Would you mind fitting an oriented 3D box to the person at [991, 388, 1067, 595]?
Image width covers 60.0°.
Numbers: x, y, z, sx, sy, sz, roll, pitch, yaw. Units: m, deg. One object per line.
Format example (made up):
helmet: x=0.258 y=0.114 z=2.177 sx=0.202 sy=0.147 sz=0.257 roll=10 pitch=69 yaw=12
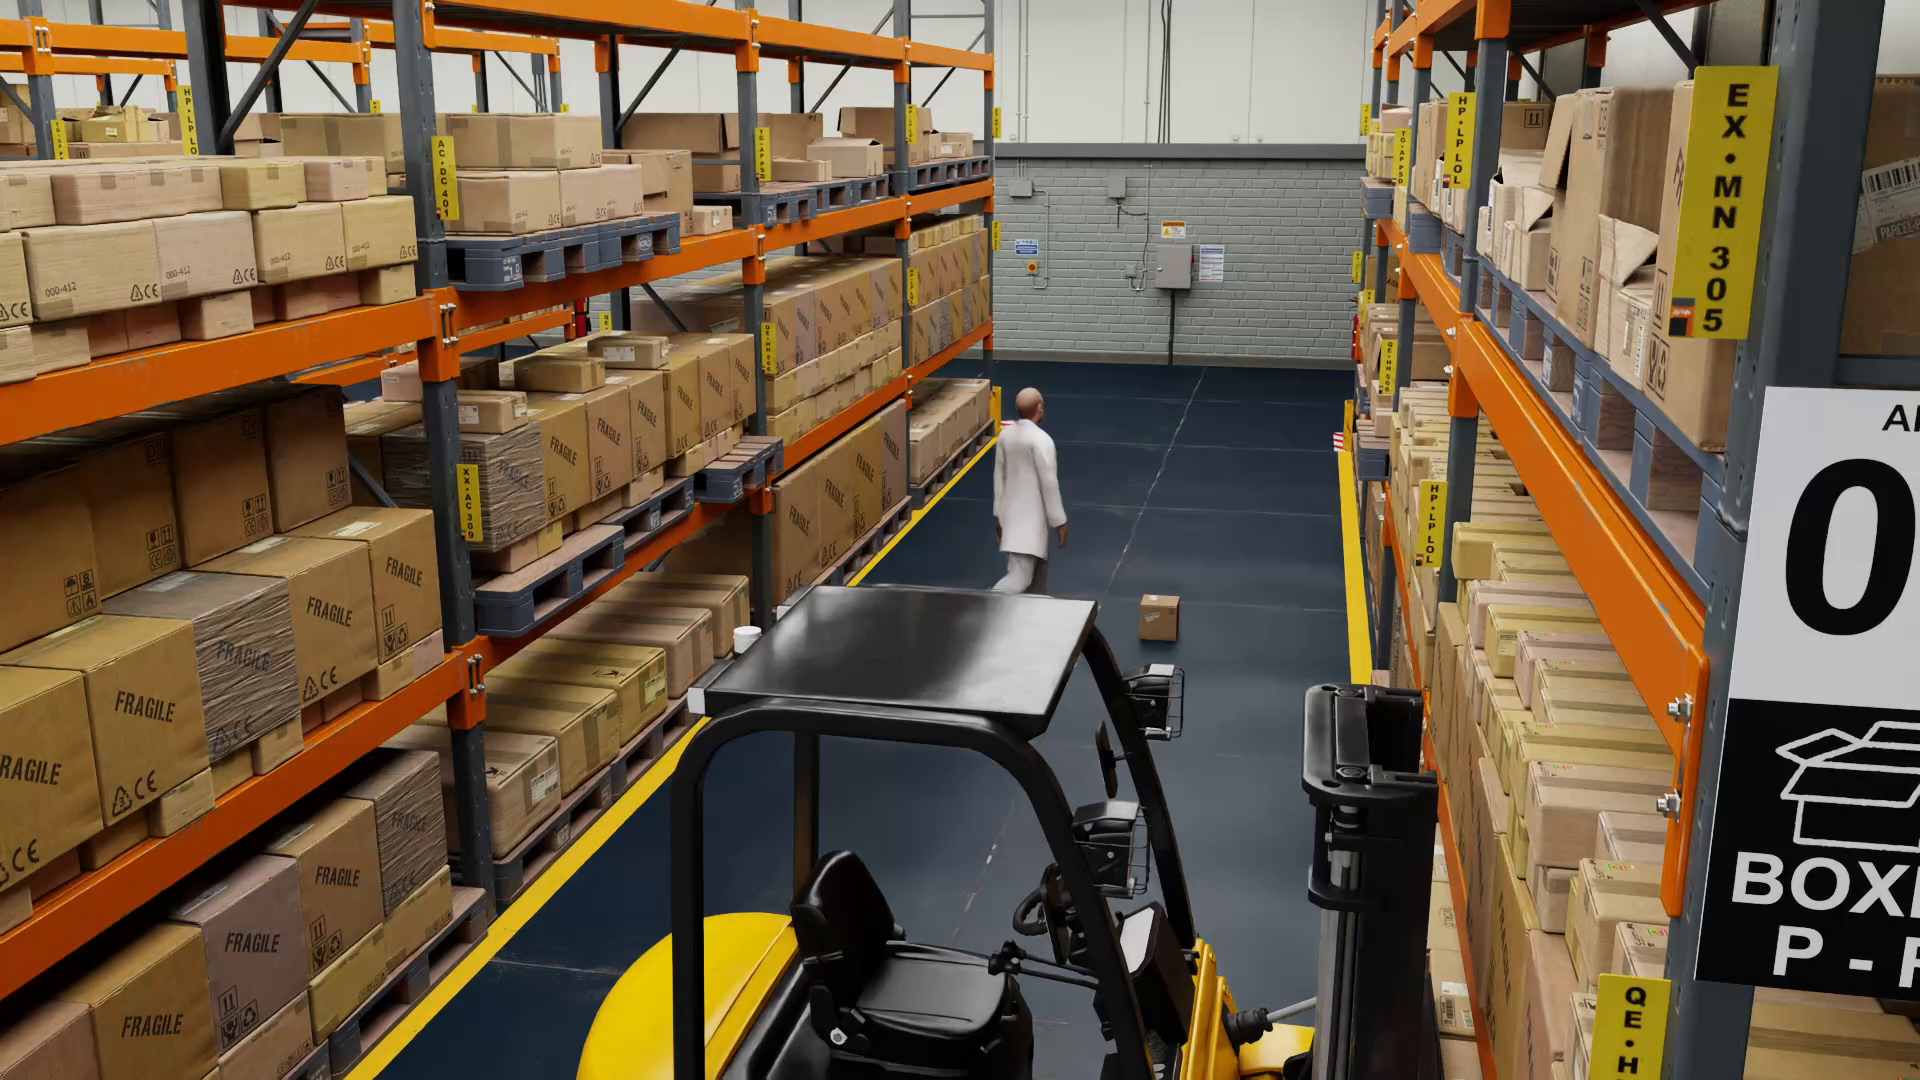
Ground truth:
person: x=0.410 y=-0.120 z=11.017 sx=1.006 sy=1.744 sz=0.713 roll=-6 pitch=16 yaw=-24
